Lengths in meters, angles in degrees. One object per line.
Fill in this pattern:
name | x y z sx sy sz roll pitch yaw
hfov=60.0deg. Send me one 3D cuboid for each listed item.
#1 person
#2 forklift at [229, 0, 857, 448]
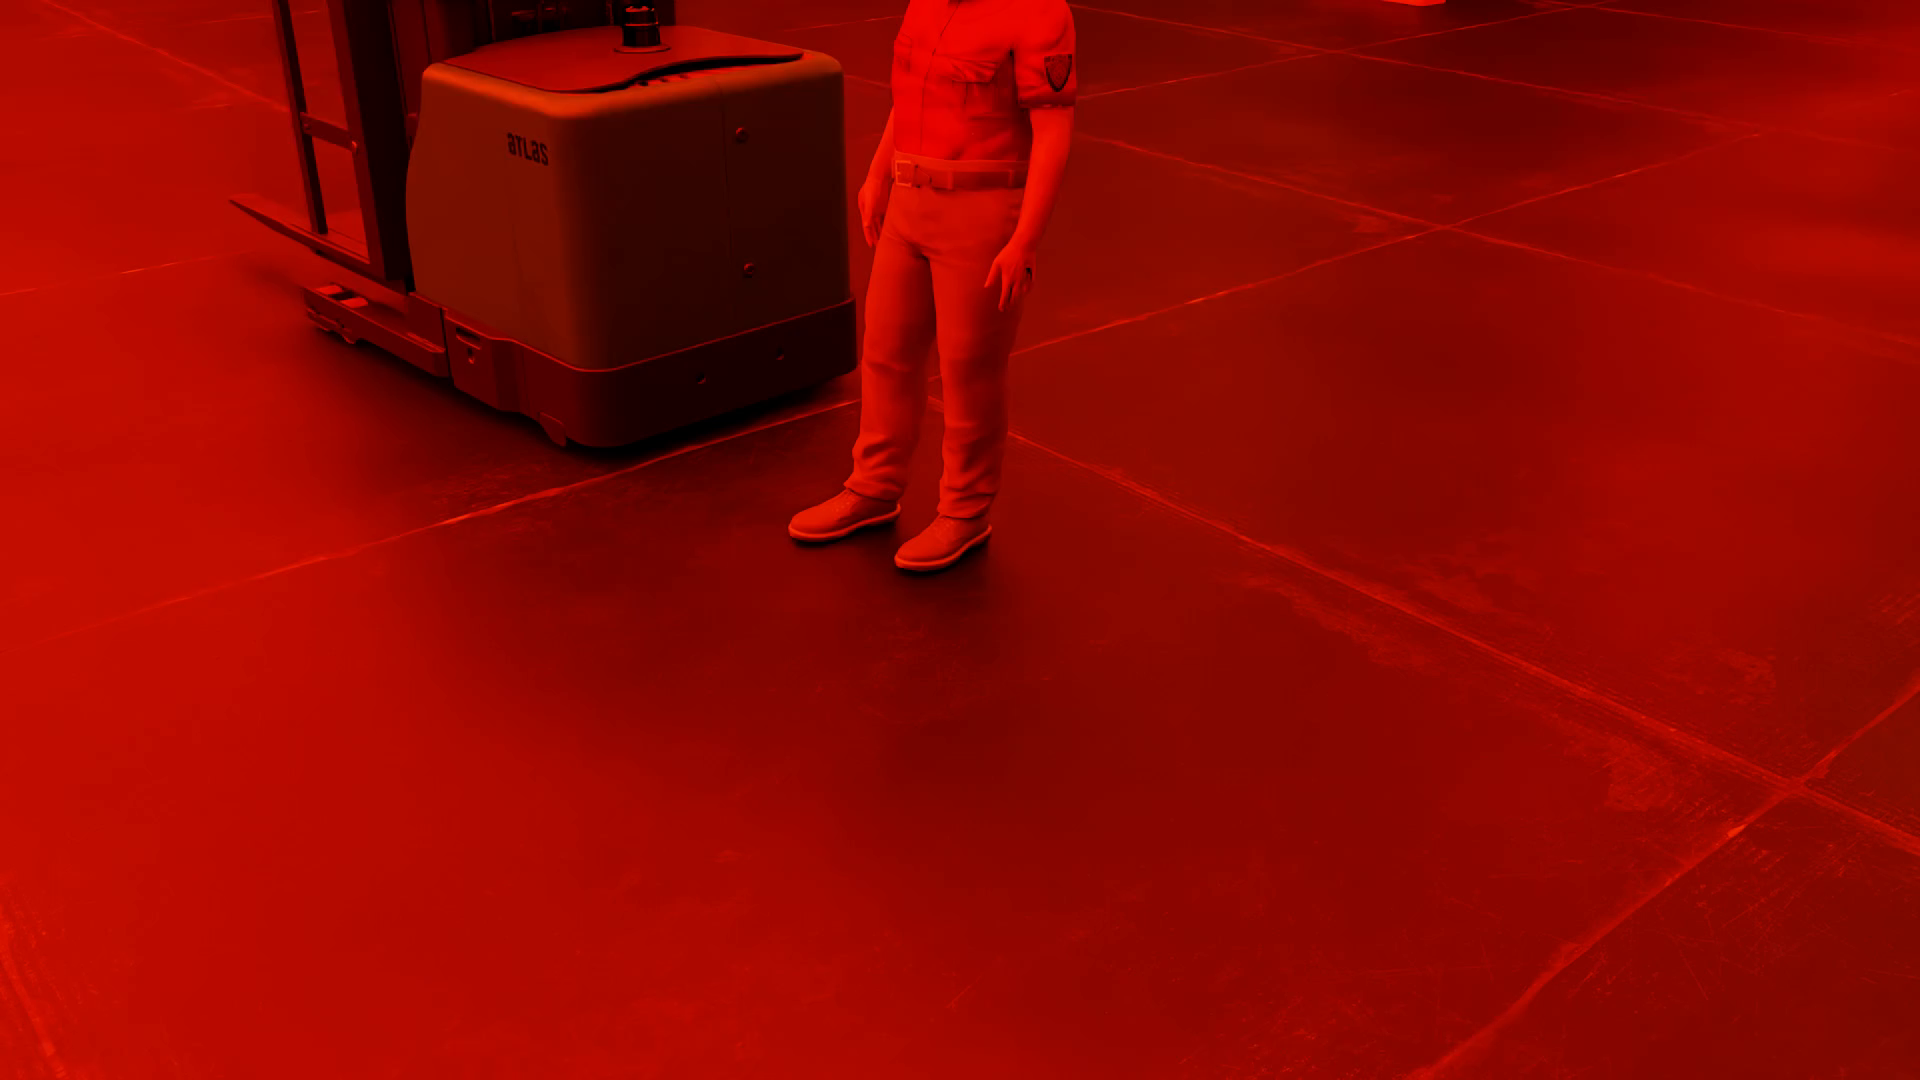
person | -0.076 -0.760 4.070 0.550 1.727 0.641 -20 33 -35
forklift | -1.723 -2.146 5.528 1.130 2.935 3.031 -23 35 -38
